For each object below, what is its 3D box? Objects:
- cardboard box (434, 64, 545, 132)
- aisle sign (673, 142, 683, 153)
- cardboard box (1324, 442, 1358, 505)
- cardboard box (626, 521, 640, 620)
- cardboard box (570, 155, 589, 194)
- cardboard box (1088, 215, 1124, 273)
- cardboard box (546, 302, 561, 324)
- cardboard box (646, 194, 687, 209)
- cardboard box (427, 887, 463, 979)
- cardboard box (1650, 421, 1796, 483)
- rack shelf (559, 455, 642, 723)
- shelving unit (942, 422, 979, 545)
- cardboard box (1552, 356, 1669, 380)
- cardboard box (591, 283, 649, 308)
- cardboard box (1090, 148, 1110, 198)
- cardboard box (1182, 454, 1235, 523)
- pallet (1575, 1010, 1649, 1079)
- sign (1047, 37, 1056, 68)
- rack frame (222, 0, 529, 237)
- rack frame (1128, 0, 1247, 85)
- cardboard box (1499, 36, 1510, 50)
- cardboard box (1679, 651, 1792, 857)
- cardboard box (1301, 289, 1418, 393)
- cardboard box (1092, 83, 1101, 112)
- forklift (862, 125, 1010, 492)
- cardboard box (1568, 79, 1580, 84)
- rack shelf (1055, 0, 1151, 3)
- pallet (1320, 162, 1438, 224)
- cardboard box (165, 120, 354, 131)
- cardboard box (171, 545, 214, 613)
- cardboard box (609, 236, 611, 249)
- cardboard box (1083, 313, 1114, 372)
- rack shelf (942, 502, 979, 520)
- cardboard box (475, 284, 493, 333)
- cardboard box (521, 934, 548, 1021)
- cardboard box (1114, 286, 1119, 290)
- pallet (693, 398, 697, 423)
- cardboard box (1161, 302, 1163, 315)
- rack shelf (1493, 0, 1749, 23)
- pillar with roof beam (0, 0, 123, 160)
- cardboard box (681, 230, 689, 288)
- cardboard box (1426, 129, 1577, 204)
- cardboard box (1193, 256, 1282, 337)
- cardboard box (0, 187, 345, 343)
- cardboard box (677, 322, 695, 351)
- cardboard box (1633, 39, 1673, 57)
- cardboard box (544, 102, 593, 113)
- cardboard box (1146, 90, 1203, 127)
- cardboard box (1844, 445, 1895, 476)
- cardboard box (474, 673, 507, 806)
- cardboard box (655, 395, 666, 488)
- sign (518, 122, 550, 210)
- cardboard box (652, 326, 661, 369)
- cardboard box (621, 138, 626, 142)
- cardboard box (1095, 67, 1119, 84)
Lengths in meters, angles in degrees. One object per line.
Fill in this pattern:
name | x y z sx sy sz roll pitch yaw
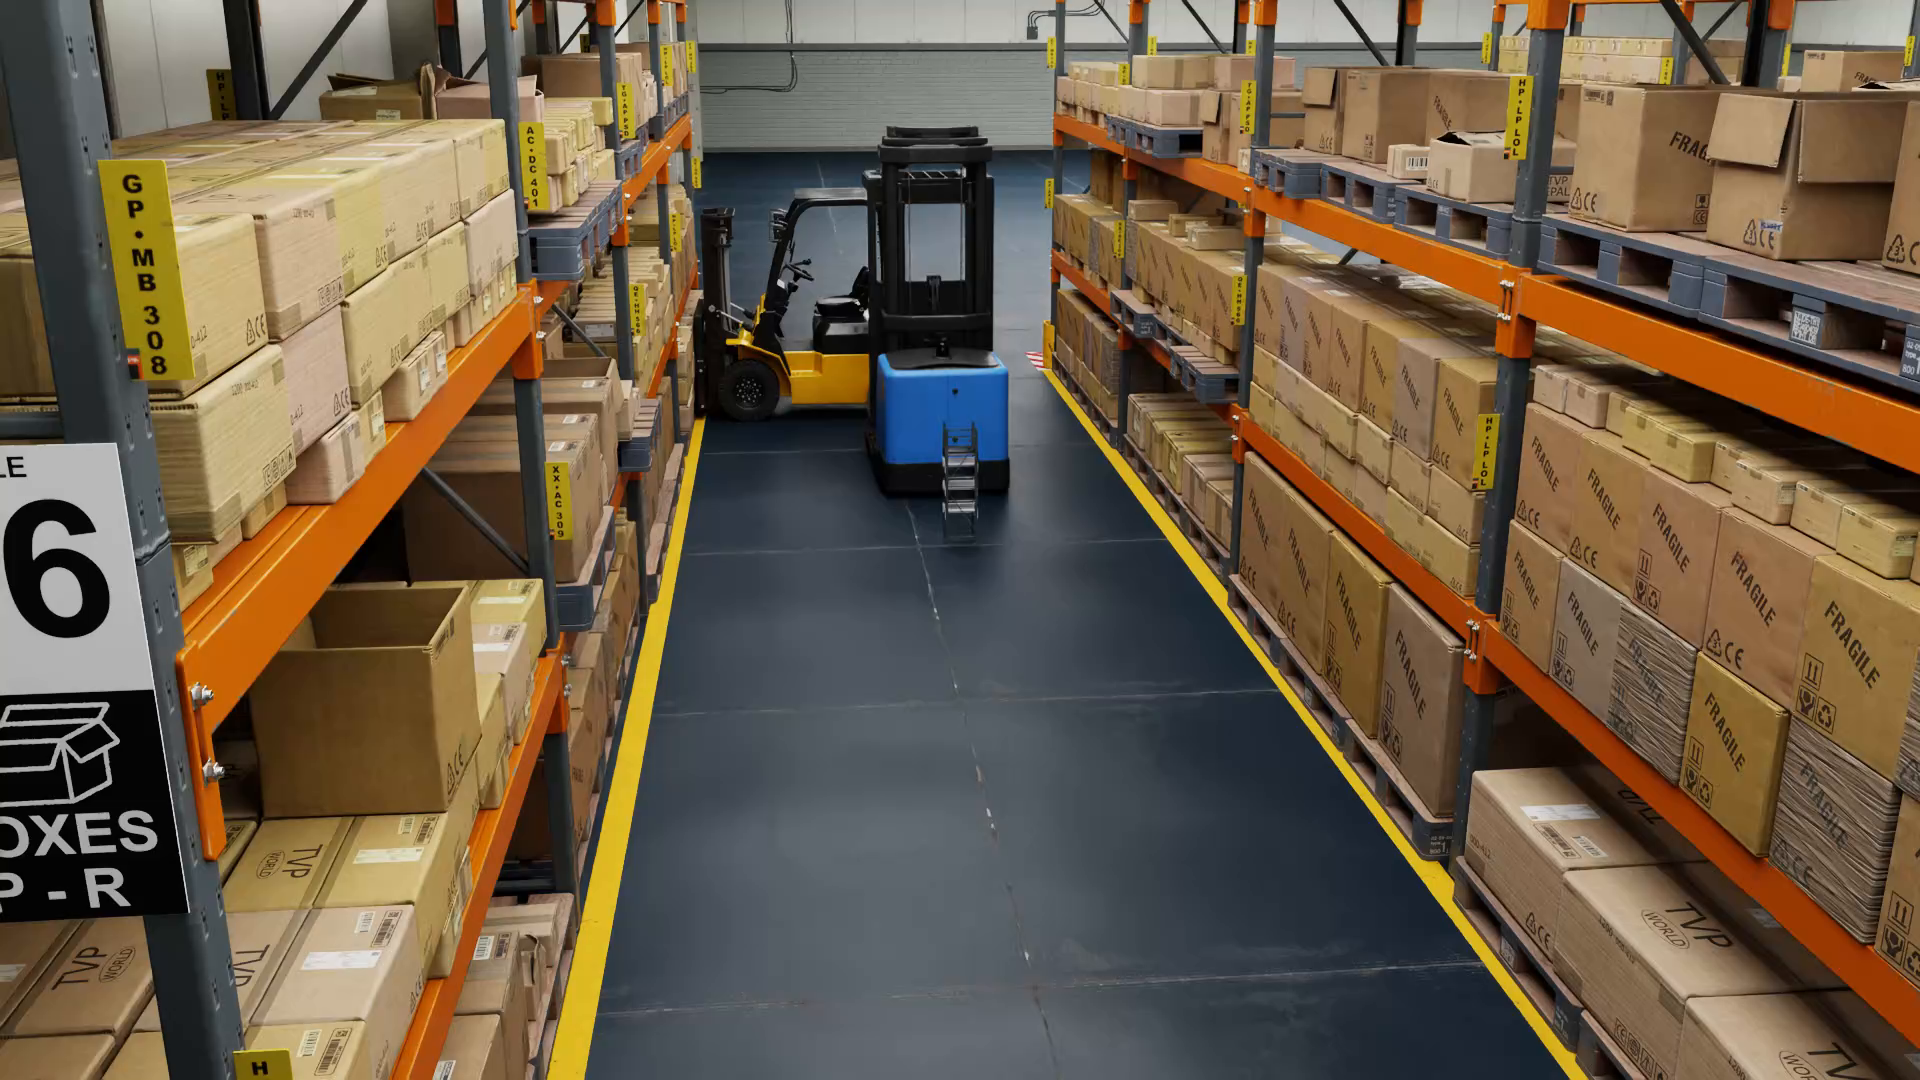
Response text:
cardboard box | -1.847 -1.724 6.517 0.396 0.266 0.258 -2 18 -6
aisle sign | -3.115 -4.569 17.882 0.394 0.787 0.004 -2 18 -6
cardboard box | 2.335 -0.390 9.162 0.500 0.250 0.500 -2 18 -6
cardboard box | -2.318 0.195 10.520 0.500 0.500 0.500 -1 17 -4
cardboard box | -1.855 -1.614 7.354 0.380 0.149 0.250 -2 17 -5
cardboard box | 1.538 -2.885 16.194 0.500 0.500 0.500 -1 17 -4
cardboard box | -2.914 -1.518 11.254 0.380 0.149 0.250 -2 18 -6
cardboard box | -2.955 -3.399 16.748 0.380 0.149 0.250 -1 17 -4
cardboard box | -1.595 1.095 4.601 0.380 0.149 0.250 -2 18 -7
cardboard box | 2.622 -0.305 5.721 0.380 0.149 0.250 -2 18 -7
rack shelf | -2.369 0.023 8.798 1.077 0.370 4.000 -2 18 -6
shelving unit | 0.001 -0.427 12.535 0.258 0.900 0.210 -2 18 -6
cardboard box | 3.015 -0.544 7.566 0.500 0.500 0.500 -2 17 -5
cardboard box | -2.459 -1.762 12.032 0.380 0.149 0.250 -1 17 -4
cardboard box | 1.806 -3.976 18.000 0.700 0.500 0.500 -2 18 -7
cardboard box | 2.229 -0.406 12.648 0.950 0.372 0.625 -2 18 -7
pallet | 2.904 2.045 5.812 1.003 0.211 1.213 -2 18 -6
sign | 0.997 -5.286 18.039 0.100 0.325 0.005 -2 18 -6
rack frame | -2.163 -2.587 5.894 1.000 3.000 0.127 -2 18 -6
rack frame | 1.949 -5.125 13.978 1.000 3.000 0.127 -2 18 -6
cardboard box | 6.167 -5.468 18.299 0.380 0.149 0.250 -2 17 -5
cardboard box | 2.708 0.673 5.359 0.500 0.500 0.500 -1 17 -4
cardboard box | 2.268 -1.139 9.461 0.500 0.500 0.500 -1 17 -4
cardboard box | 1.544 -4.190 15.762 0.500 0.250 0.500 -2 18 -7
forklift | -0.283 -2.189 14.757 1.130 2.935 3.031 -2 18 -7
cardboard box | 6.348 -4.558 16.732 0.380 0.149 0.250 -2 18 -6
rack shelf | 1.743 -5.376 15.984 1.077 0.370 4.000 -2 18 -6
pallet | 2.599 -1.889 8.993 1.003 0.211 1.213 -1 17 -3
cardboard box | -2.395 -1.309 5.749 0.500 0.250 0.500 -2 18 -6
cardboard box | -1.552 0.054 2.910 0.380 0.149 0.250 -1 17 -4
cardboard box | -3.356 -2.706 15.038 0.380 0.149 0.250 -1 17 -4
cardboard box | 1.513 -1.980 16.615 0.500 0.500 0.500 -1 17 -3
rack shelf | 0.001 -0.223 12.598 0.258 0.077 0.200 -2 18 -6
cardboard box | -1.791 -0.785 5.580 0.380 0.149 0.250 -1 17 -4
cardboard box | -1.776 1.643 6.301 0.396 0.266 0.258 -1 17 -4
cardboard box | 1.612 -2.229 15.189 0.380 0.149 0.250 -2 18 -6
pallet | -3.157 -1.380 16.721 1.003 0.211 1.213 -2 18 -6
cardboard box | 1.822 -1.860 13.313 0.380 0.149 0.250 -2 18 -5
rack shelf | 6.656 -5.370 16.627 1.077 0.370 4.000 -2 18 -6
pillar with roof beam | 1.295 -2.485 5.568 9.100 9.000 0.400 -2 18 -6
cardboard box | -2.928 -2.752 16.269 0.500 0.500 0.500 -2 18 -5
cardboard box | 2.474 -1.724 7.601 0.500 0.311 0.500 -2 18 -6
cardboard box | 1.974 -1.741 11.852 0.500 0.500 0.500 -2 18 -7
cardboard box | -1.580 -0.565 3.381 0.500 0.250 0.500 -2 18 -6
cardboard box | -2.831 -1.928 16.031 0.500 0.250 0.500 -1 17 -4
cardboard box | 6.481 -4.560 15.406 0.380 0.149 0.250 -2 18 -6
cardboard box | -2.246 -2.356 9.253 0.380 0.149 0.250 -2 18 -7
cardboard box | 1.738 -3.336 12.836 0.500 0.250 0.500 -2 18 -6
cardboard box | 3.191 -0.249 5.542 0.380 0.149 0.250 -2 18 -7
cardboard box | -1.763 0.647 5.363 0.500 0.250 0.500 -2 18 -6
cardboard box | -2.851 -0.789 13.446 0.875 0.625 0.625 -2 18 -6
sign | -1.624 -1.422 6.326 0.100 0.325 0.005 -2 18 -6
cardboard box | -2.537 -1.443 12.514 0.500 0.250 0.500 -1 17 -4
cardboard box | -2.309 -2.598 10.457 0.380 0.166 0.250 -2 18 -6
cardboard box | 1.498 -4.427 15.849 0.380 0.149 0.250 -2 17 -5
